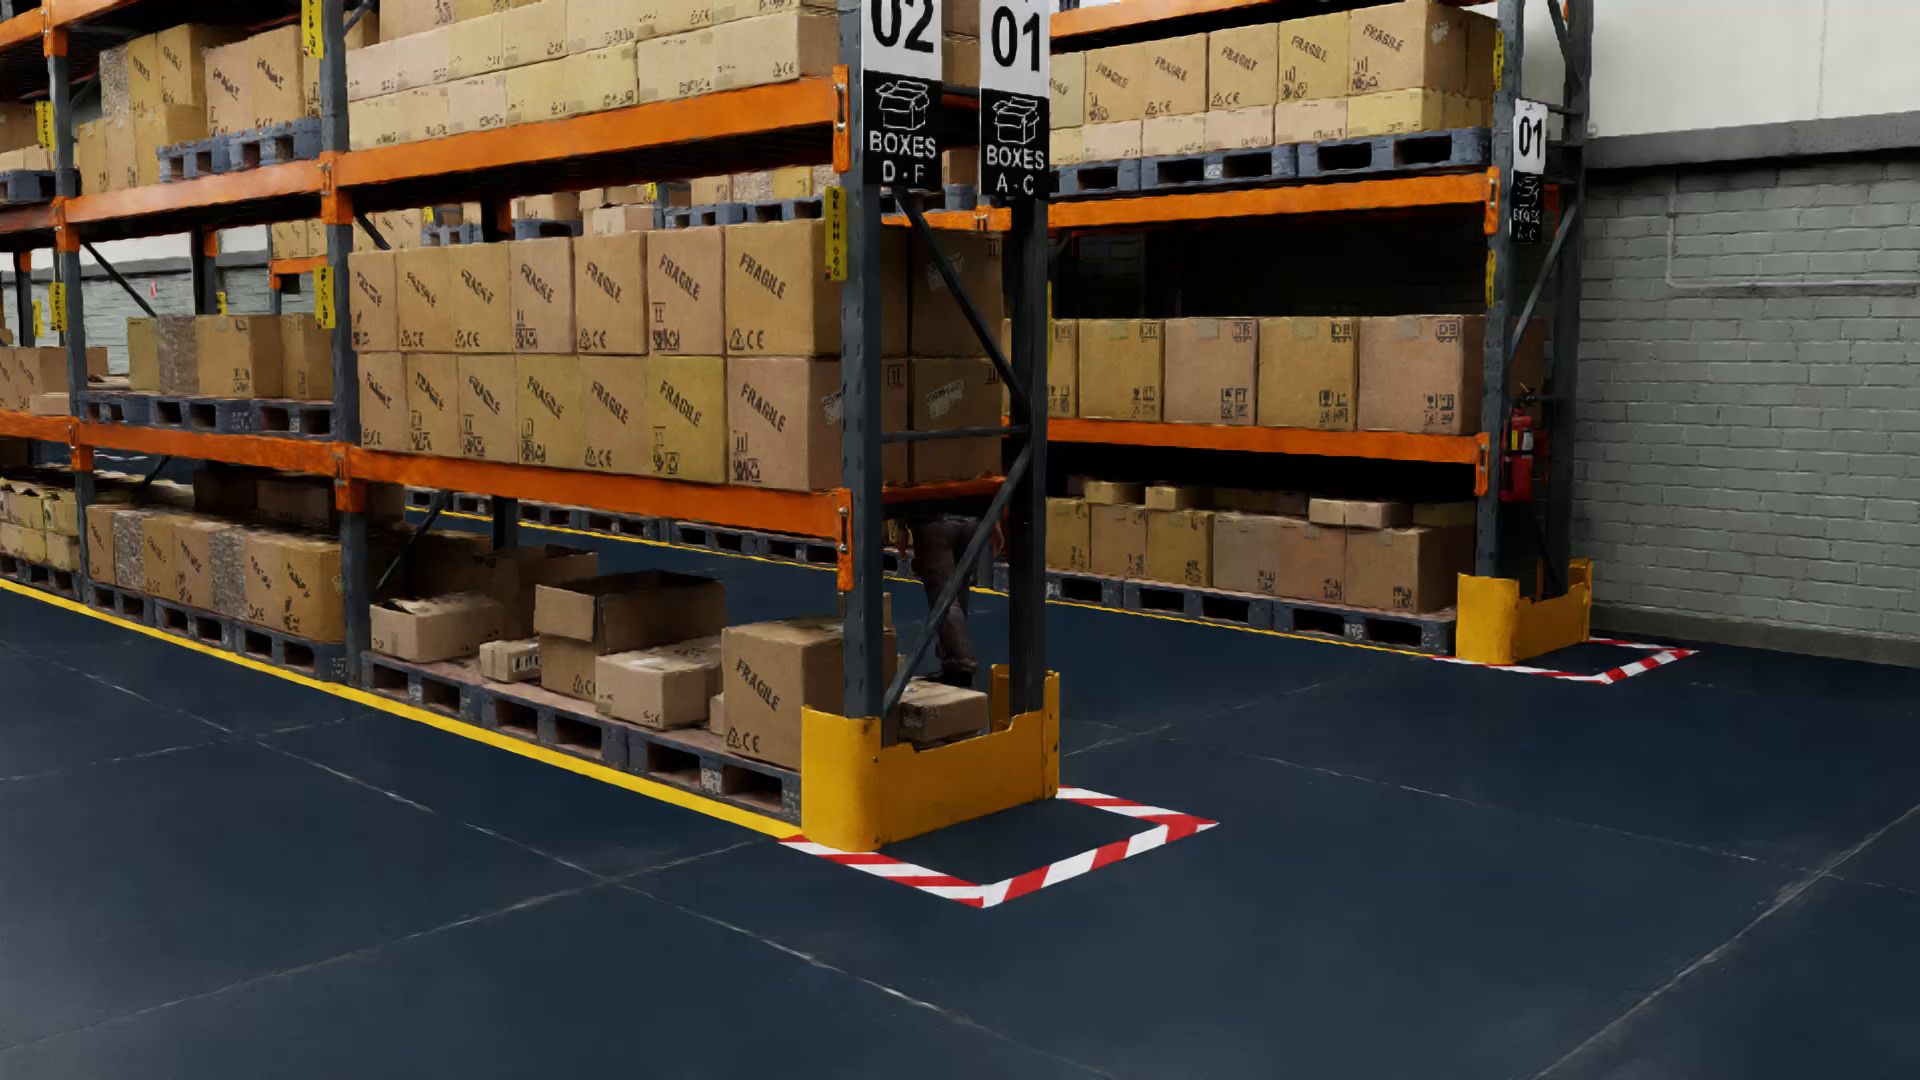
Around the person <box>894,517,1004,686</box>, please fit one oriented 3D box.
[{"bbox_3d":[-0.089,-0.066,9.099,0.578,1.679,0.965,-3,8,-25],"label":"person"}]
